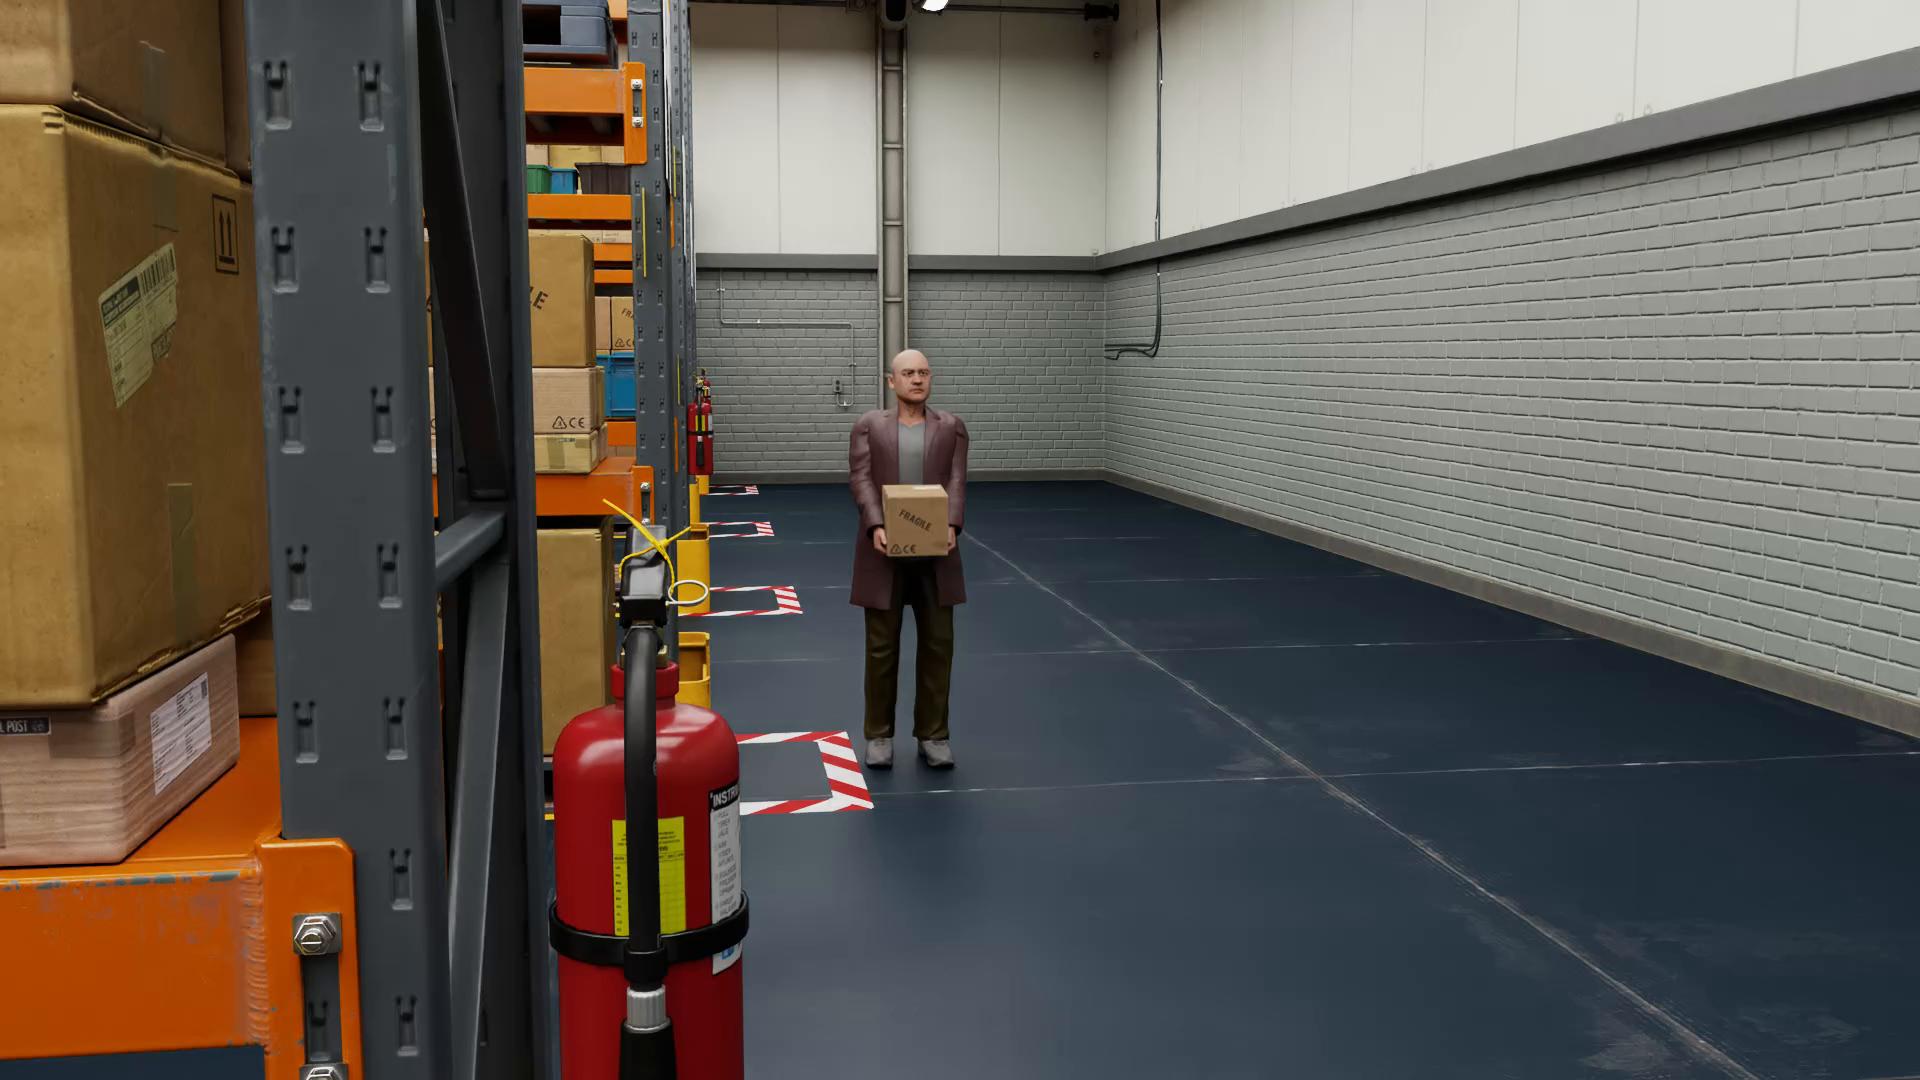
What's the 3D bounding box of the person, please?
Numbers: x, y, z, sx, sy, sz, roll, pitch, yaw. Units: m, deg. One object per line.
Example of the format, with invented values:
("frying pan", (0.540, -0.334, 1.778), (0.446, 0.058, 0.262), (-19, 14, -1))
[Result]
("person", (-0.203, 0.080, 7.080), (0.530, 1.770, 0.563), (-1, 6, -8))
